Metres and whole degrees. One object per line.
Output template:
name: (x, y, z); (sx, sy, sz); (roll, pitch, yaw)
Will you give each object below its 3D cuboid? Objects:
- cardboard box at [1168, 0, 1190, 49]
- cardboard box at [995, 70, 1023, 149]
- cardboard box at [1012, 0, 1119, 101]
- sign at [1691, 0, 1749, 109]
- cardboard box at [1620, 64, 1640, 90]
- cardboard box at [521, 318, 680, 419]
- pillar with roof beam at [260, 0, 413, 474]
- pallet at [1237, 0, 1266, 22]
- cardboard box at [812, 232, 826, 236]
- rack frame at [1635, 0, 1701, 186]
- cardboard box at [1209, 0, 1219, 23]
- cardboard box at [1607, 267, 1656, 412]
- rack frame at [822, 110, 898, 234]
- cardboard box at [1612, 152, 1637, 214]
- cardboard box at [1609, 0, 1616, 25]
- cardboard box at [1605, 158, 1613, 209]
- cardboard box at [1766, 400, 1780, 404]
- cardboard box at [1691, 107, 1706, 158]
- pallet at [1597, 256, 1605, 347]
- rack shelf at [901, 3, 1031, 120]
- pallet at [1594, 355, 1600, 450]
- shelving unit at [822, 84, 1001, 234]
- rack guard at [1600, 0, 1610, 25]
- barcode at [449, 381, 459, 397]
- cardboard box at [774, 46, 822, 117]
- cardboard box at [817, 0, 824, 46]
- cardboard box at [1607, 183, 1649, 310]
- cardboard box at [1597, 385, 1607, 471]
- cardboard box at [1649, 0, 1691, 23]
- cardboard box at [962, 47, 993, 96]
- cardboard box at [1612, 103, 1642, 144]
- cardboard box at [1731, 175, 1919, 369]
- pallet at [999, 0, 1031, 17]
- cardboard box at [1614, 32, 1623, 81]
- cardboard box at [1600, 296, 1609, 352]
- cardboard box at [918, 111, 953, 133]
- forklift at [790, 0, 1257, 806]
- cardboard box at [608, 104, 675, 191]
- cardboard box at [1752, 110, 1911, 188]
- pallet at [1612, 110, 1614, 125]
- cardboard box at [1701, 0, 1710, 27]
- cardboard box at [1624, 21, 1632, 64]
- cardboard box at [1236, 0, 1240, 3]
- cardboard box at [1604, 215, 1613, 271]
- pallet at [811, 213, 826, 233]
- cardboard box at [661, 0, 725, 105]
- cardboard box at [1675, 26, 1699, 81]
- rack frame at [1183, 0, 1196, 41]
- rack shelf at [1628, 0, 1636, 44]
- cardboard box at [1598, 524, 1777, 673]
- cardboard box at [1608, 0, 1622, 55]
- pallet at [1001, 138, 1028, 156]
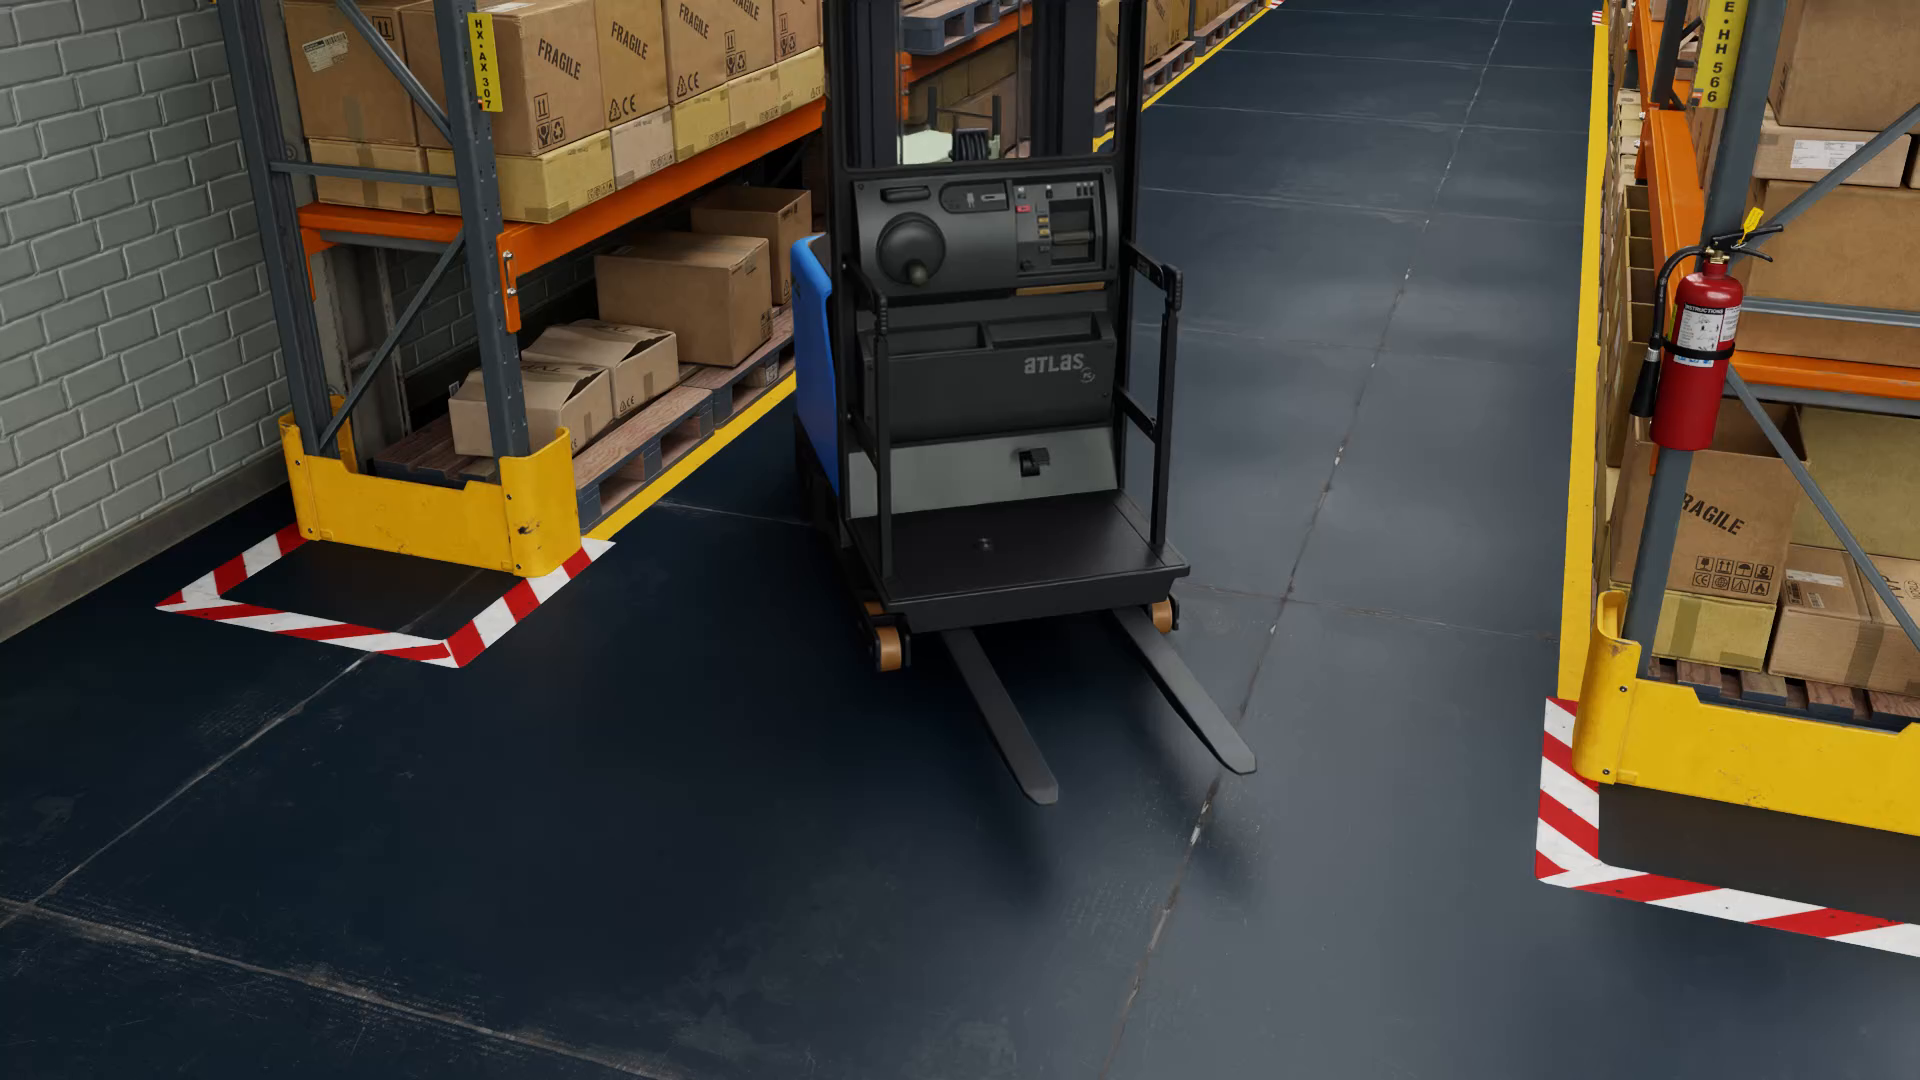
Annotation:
cardboard box: (1.762, -5.187, 16.006); (0.750, 0.750, 0.750); (9, 27, 18)
cardboard box: (0.053, -3.182, 12.244); (0.700, 0.500, 0.500); (9, 27, 17)
cardboard box: (0.893, -4.112, 13.786); (0.750, 0.750, 0.750); (8, 27, 17)
sign: (2.028, -1.315, 4.424); (0.100, 0.325, 0.005); (9, 27, 17)
cardboard box: (5.287, -3.382, 12.657); (0.500, 0.500, 0.500); (10, 28, 19)
cardboard box: (-1.633, -0.813, 7.568); (0.500, 0.311, 0.500); (11, 28, 22)
pillar with roof beam: (1.339, -3.809, 4.291); (9.100, 9.000, 0.400); (9, 27, 17)
pallet: (2.994, -6.300, 19.520); (1.003, 0.211, 1.213); (9, 27, 17)
cardboard box: (-0.956, -1.662, 9.488); (0.380, 0.166, 0.250); (5, 26, 11)
rack frame: (3.866, -2.247, 7.949); (1.000, 3.000, 0.127); (9, 27, 17)
cardboard box: (2.371, -5.814, 17.702); (0.700, 0.500, 0.500); (8, 27, 17)
cardboard box: (2.919, -0.774, 6.719); (0.500, 0.500, 0.500); (9, 27, 17)
rack frame: (-0.425, -1.106, 7.314); (0.400, 1.500, 0.023); (18, 31, 33)
cardboard box: (4.066, -2.078, 9.630); (0.500, 0.311, 0.500); (9, 27, 17)
cardboard box: (7.078, -5.546, 17.412); (0.500, 0.250, 0.500); (9, 27, 17)
cardboard box: (4.412, -2.248, 10.625); (0.500, 0.250, 0.500); (8, 27, 16)
cardboard box: (3.242, -0.493, 6.140); (0.500, 0.500, 0.500); (9, 27, 17)
cardboard box: (3.555, -1.891, 7.099); (0.700, 0.500, 0.500); (8, 27, 17)
pallet: (4.074, -1.300, 9.193); (1.003, 0.211, 1.213); (9, 27, 17)
rack shelf: (-0.141, -3.462, 11.284); (1.077, 0.370, 4.000); (9, 27, 17)
pallet: (3.562, -0.671, 7.894); (1.003, 0.211, 1.213); (9, 27, 17)
shelving unit: (-0.203, -1.233, 7.575); (0.431, 1.500, 0.755); (18, 31, 33)
rack guard: (7.834, -6.022, 18.614); (1.175, 0.500, 0.348); (9, 27, 17)
barcode: (-2.194, -0.649, 7.218); (0.001, 0.075, 0.075); (9, 27, 17)
cardboard box: (-1.005, -2.254, 8.113); (0.500, 0.250, 0.500); (9, 27, 17)
cardboard box: (-0.833, -2.798, 8.375); (0.500, 0.500, 0.500); (9, 27, 17)
cardboard box: (3.416, -1.391, 7.993); (0.500, 0.500, 0.500); (9, 27, 17)
cardboard box: (2.923, -0.436, 6.882); (0.500, 0.250, 0.500); (9, 27, 17)
cardboard box: (4.717, -3.511, 10.662); (0.500, 0.311, 0.500); (8, 27, 17)
cardboard box: (-0.081, -3.277, 11.580); (0.500, 0.250, 0.500); (9, 27, 17)
cardboard box: (4.579, -2.705, 10.924); (0.500, 0.311, 0.500); (8, 27, 16)
cardboard box: (2.702, -0.838, 4.924); (0.700, 0.500, 0.500); (9, 27, 17)
pallet: (-0.096, -3.702, 11.174); (1.003, 0.211, 1.213); (9, 27, 17)
cardboard box: (5.797, -4.019, 13.972); (0.500, 0.500, 0.500); (9, 27, 18)
cardboard box: (3.426, -1.052, 8.154); (0.500, 0.250, 0.500); (9, 27, 17)
cardboard box: (-0.453, -2.561, 10.961); (0.700, 0.500, 0.500); (8, 27, 16)
forklift: (0.155, -1.045, 5.546); (1.130, 2.935, 3.031); (-7, 27, -13)
cardboard box: (-1.517, -1.631, 6.827); (0.500, 0.250, 0.500); (8, 27, 16)
cardboard box: (2.482, -1.125, 4.772); (0.380, 0.149, 0.250); (8, 27, 17)
pallet: (5.889, -3.437, 13.606); (1.003, 0.211, 1.213); (9, 27, 17)
cardboard box: (3.426, -2.292, 7.183); (0.380, 0.149, 0.250); (8, 27, 16)
cardboard box: (5.302, -3.743, 12.542); (0.500, 0.250, 0.500); (10, 28, 19)
cardboard box: (2.882, -6.451, 19.019); (0.700, 0.500, 0.500); (9, 27, 17)
cardboard box: (3.901, -1.618, 9.324); (0.500, 0.250, 0.500); (8, 27, 17)
pallet: (-0.549, -2.029, 10.698); (1.003, 0.211, 1.213); (9, 27, 17)
cardboard box: (-1.344, -2.165, 7.067); (0.500, 0.500, 0.500); (8, 27, 16)
cardboard box: (3.985, -2.574, 8.779); (0.396, 0.266, 0.258); (8, 27, 16)
rack frame: (1.856, -6.251, 16.219); (1.000, 3.000, 0.127); (9, 27, 17)
rack shelf: (5.863, -4.389, 13.198); (1.077, 0.370, 4.000); (9, 27, 17)
cardboard box: (2.435, 0.182, 5.605); (0.500, 0.250, 0.500); (9, 27, 17)
cardboard box: (6.450, -4.883, 15.756); (0.500, 0.500, 0.500); (9, 27, 17)
pallet: (0.263, -3.032, 12.769); (1.003, 0.211, 1.213); (9, 27, 17)
